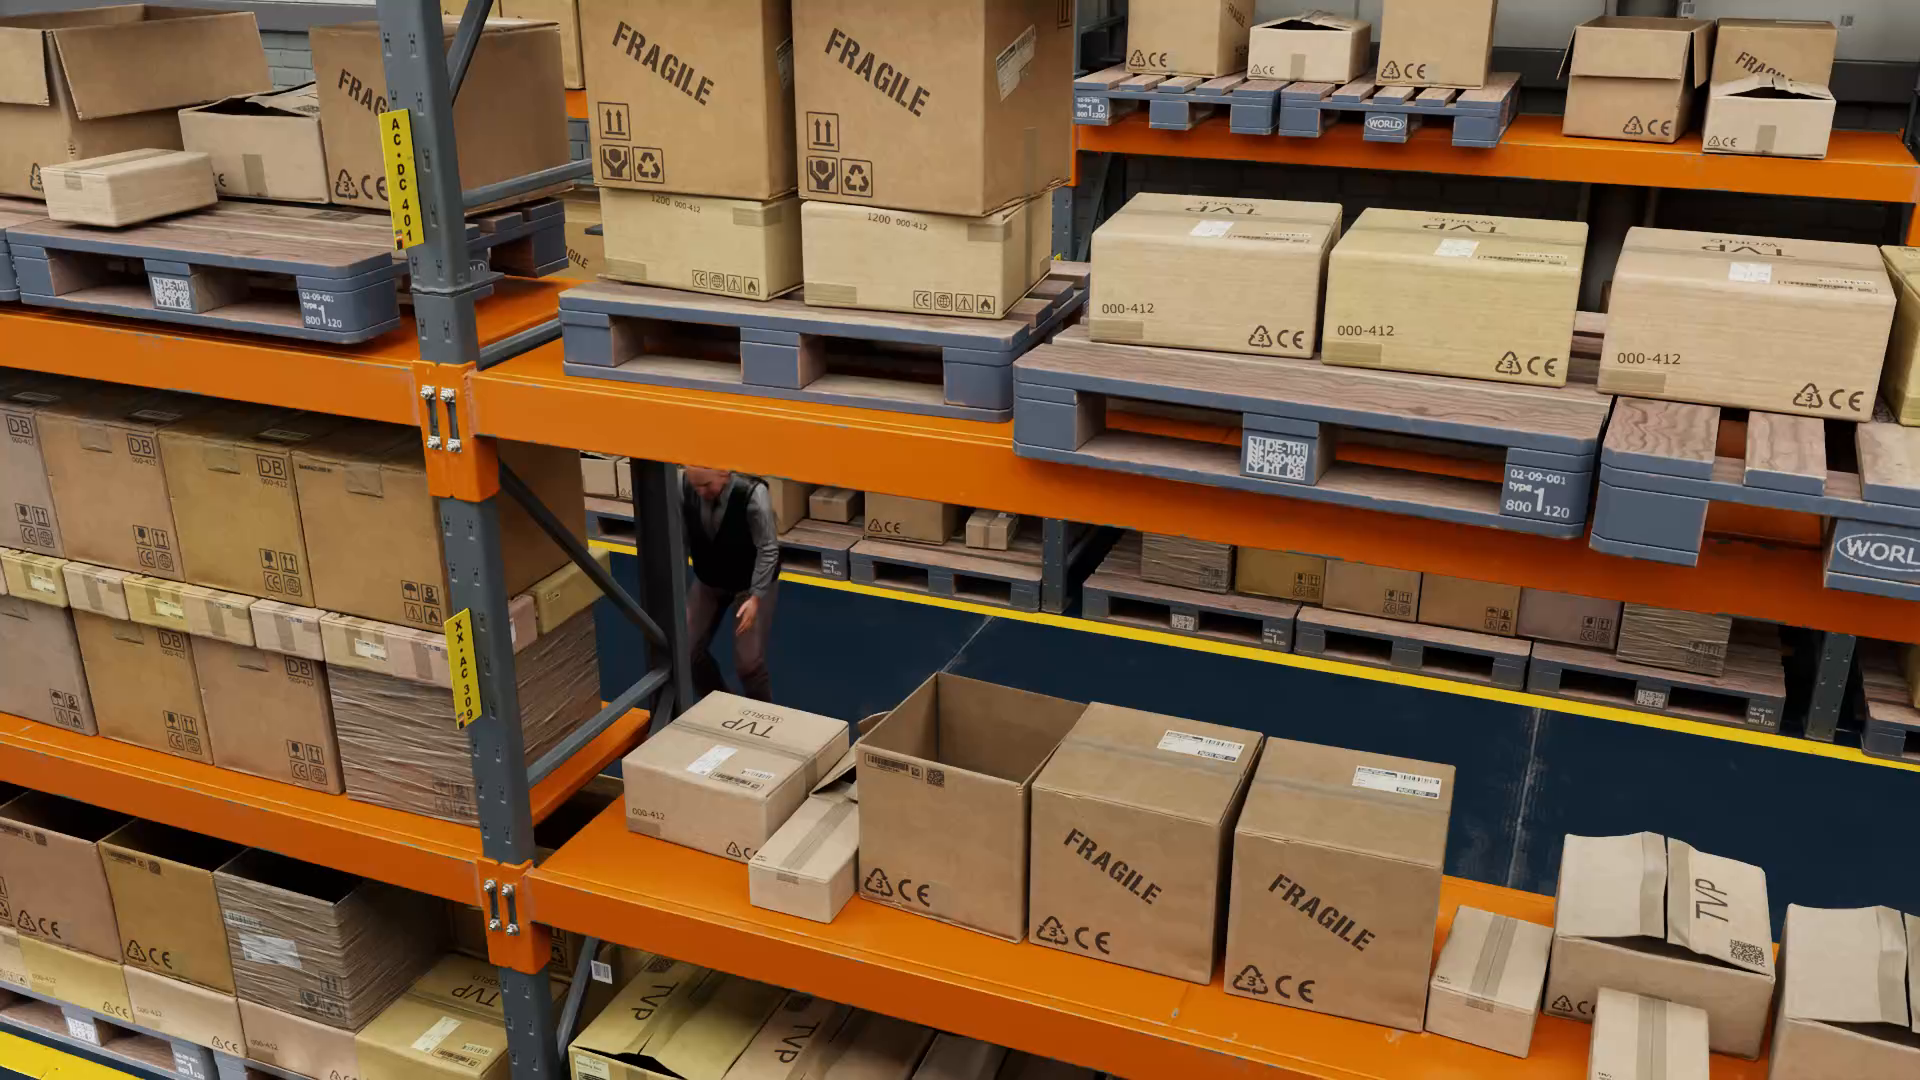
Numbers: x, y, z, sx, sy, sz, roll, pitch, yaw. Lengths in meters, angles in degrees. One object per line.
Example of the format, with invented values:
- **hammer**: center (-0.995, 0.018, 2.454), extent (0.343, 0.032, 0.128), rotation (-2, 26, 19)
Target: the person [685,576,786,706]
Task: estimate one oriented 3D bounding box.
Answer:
- **person**: center (-1.152, 0.567, 8.039), extent (0.542, 0.914, 0.869), rotation (9, 24, 20)
